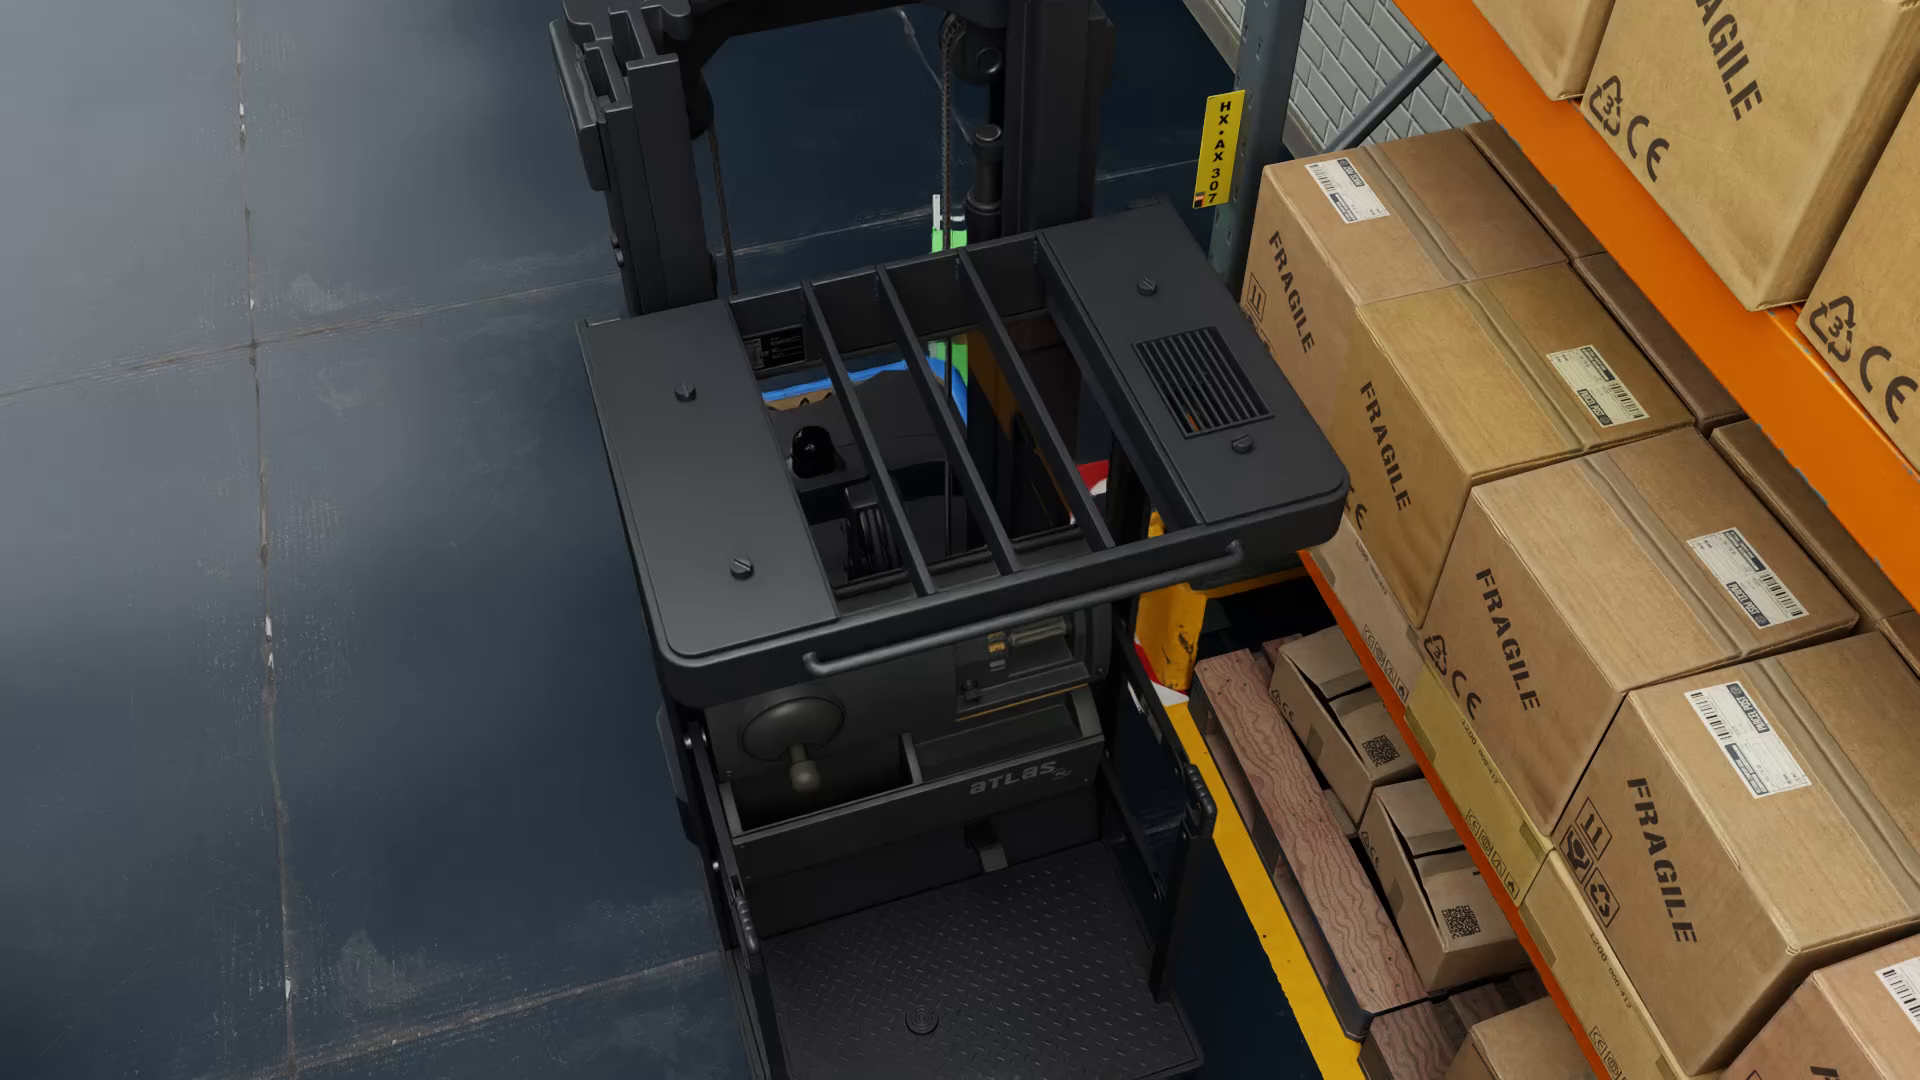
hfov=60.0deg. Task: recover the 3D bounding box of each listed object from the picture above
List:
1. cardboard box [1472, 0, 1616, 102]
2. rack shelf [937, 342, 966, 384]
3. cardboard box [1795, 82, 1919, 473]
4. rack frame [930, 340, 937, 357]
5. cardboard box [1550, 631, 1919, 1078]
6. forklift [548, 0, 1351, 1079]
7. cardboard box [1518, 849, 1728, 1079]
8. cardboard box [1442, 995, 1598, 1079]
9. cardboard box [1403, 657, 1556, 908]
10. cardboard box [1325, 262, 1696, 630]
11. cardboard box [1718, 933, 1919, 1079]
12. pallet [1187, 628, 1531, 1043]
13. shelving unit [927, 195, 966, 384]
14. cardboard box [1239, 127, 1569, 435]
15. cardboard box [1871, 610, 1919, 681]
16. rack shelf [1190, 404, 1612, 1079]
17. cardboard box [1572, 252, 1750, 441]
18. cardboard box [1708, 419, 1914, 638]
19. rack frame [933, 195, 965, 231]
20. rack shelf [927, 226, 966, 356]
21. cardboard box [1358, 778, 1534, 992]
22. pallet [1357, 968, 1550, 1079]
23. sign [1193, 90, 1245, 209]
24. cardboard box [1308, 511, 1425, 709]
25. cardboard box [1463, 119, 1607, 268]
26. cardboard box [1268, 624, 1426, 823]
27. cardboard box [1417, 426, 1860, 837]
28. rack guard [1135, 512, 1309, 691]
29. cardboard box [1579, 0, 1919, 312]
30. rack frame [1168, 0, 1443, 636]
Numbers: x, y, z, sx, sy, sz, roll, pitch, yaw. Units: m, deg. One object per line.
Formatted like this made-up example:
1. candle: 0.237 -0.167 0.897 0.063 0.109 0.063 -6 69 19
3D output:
1. cardboard box: 1.129 -1.087 2.664 0.500 0.500 0.500 -10 51 -9
2. rack shelf: 0.035 -0.584 5.227 0.258 0.148 0.480 1 50 1
3. cardboard box: 1.465 -0.323 2.020 0.500 0.500 0.500 -10 51 -9
4. rack frame: 0.031 -0.284 5.205 0.240 1.200 0.015 1 50 1
5. cardboard box: 1.446 0.550 2.919 0.500 0.500 0.500 -12 51 -10
6. forklift: -0.041 0.384 3.509 1.130 2.935 3.031 -14 51 -12
7. cardboard box: 1.445 0.806 3.193 0.500 0.250 0.500 -13 51 -11
8. cardboard box: 1.601 1.370 3.980 0.700 0.500 0.500 -16 52 -13
9. cardboard box: 1.298 0.437 3.505 0.500 0.250 0.500 -14 51 -12
10. cardboard box: 1.135 -0.203 3.554 0.500 0.500 0.500 -13 51 -11
11. cardboard box: 1.601 0.930 2.599 0.500 0.500 0.500 -15 51 -12
12. pallet: 1.374 0.773 4.961 1.003 0.211 1.213 -13 51 -11
13. shelving unit: 0.035 -0.471 5.362 0.258 1.200 0.503 1 50 1
14. cardboard box: 0.999 -0.566 3.860 0.500 0.500 0.500 -13 51 -11
15. cardboard box: 1.932 0.428 3.022 0.500 0.500 0.500 -13 51 -10
16. rack shelf: 1.736 0.910 3.492 1.077 0.370 4.000 -13 51 -11
17. cardboard box: 1.626 -0.317 3.650 0.500 0.500 0.500 -13 51 -10
18. cardboard box: 1.783 0.060 3.332 0.500 0.500 0.500 -15 51 -12
19. rack frame: 0.038 -0.657 5.519 0.240 1.200 0.015 1 50 1
20. rack shelf: 0.035 -0.739 5.044 0.258 0.148 0.480 1 50 1
21. cardboard box: 1.432 0.884 4.514 0.500 0.311 0.500 -10 51 -8
22. pallet: 1.731 1.662 4.211 1.003 0.211 1.213 -13 51 -11
23. sign: 0.626 -0.939 4.014 0.100 0.325 0.005 -13 51 -11
24. cardboard box: 1.153 0.063 3.820 0.500 0.250 0.500 -15 51 -12
25. cardboard box: 1.487 -0.687 3.961 0.500 0.500 0.500 -14 51 -11
26. cardboard box: 1.263 0.468 4.865 0.500 0.311 0.500 -19 52 -15
27. cardboard box: 1.282 0.176 3.234 0.500 0.500 0.500 -15 51 -12
28. rack guard: 1.167 0.078 5.357 1.175 0.500 0.348 -13 51 -11
29. cardboard box: 1.287 -0.709 2.345 0.500 0.500 0.500 -11 51 -9
30. rack frame: 1.145 -0.783 4.448 1.000 3.000 0.127 -13 51 -11
